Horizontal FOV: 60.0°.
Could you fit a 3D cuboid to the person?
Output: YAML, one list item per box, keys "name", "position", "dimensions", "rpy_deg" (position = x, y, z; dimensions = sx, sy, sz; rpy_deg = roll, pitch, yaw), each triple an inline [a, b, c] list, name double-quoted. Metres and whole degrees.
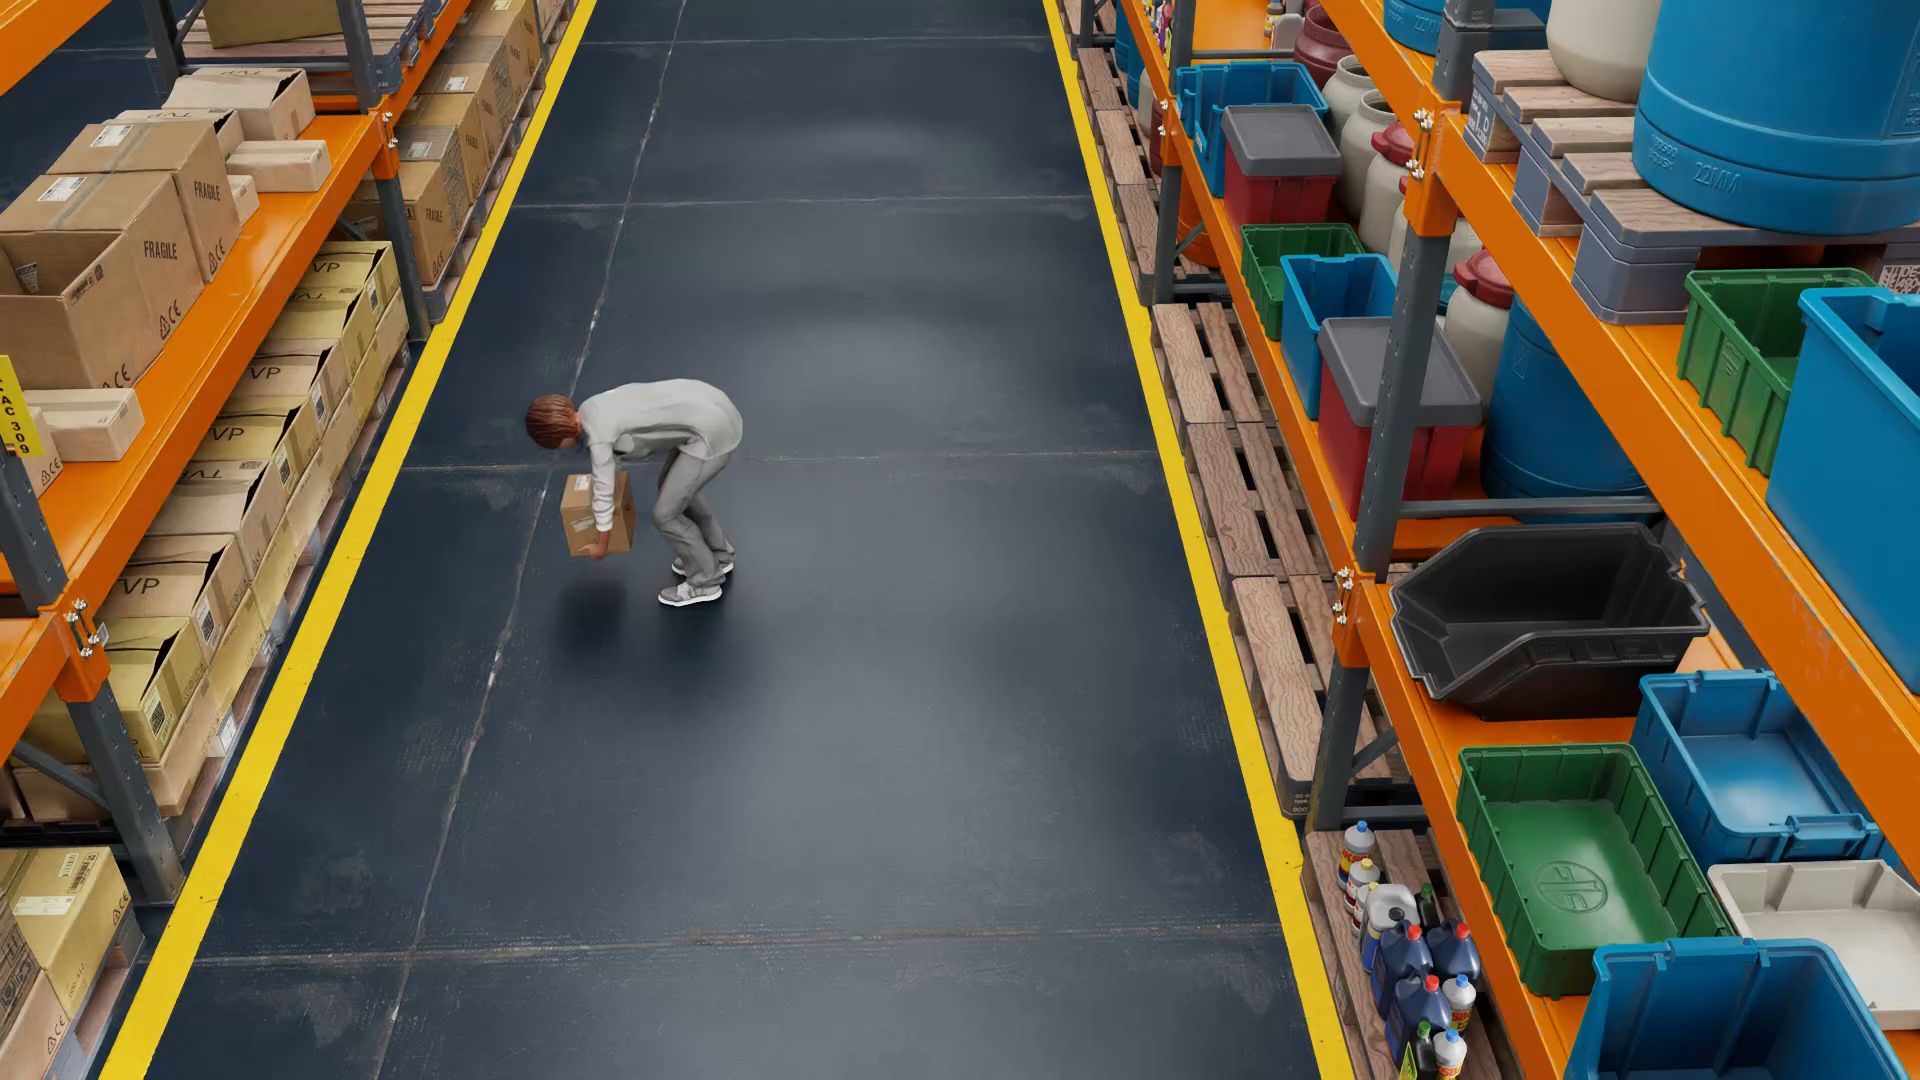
- name: "person"
  position: [-1.320, -0.200, 6.945]
  dimensions: [0.871, 1.001, 0.392]
  rpy_deg: [-3, 36, -4]
